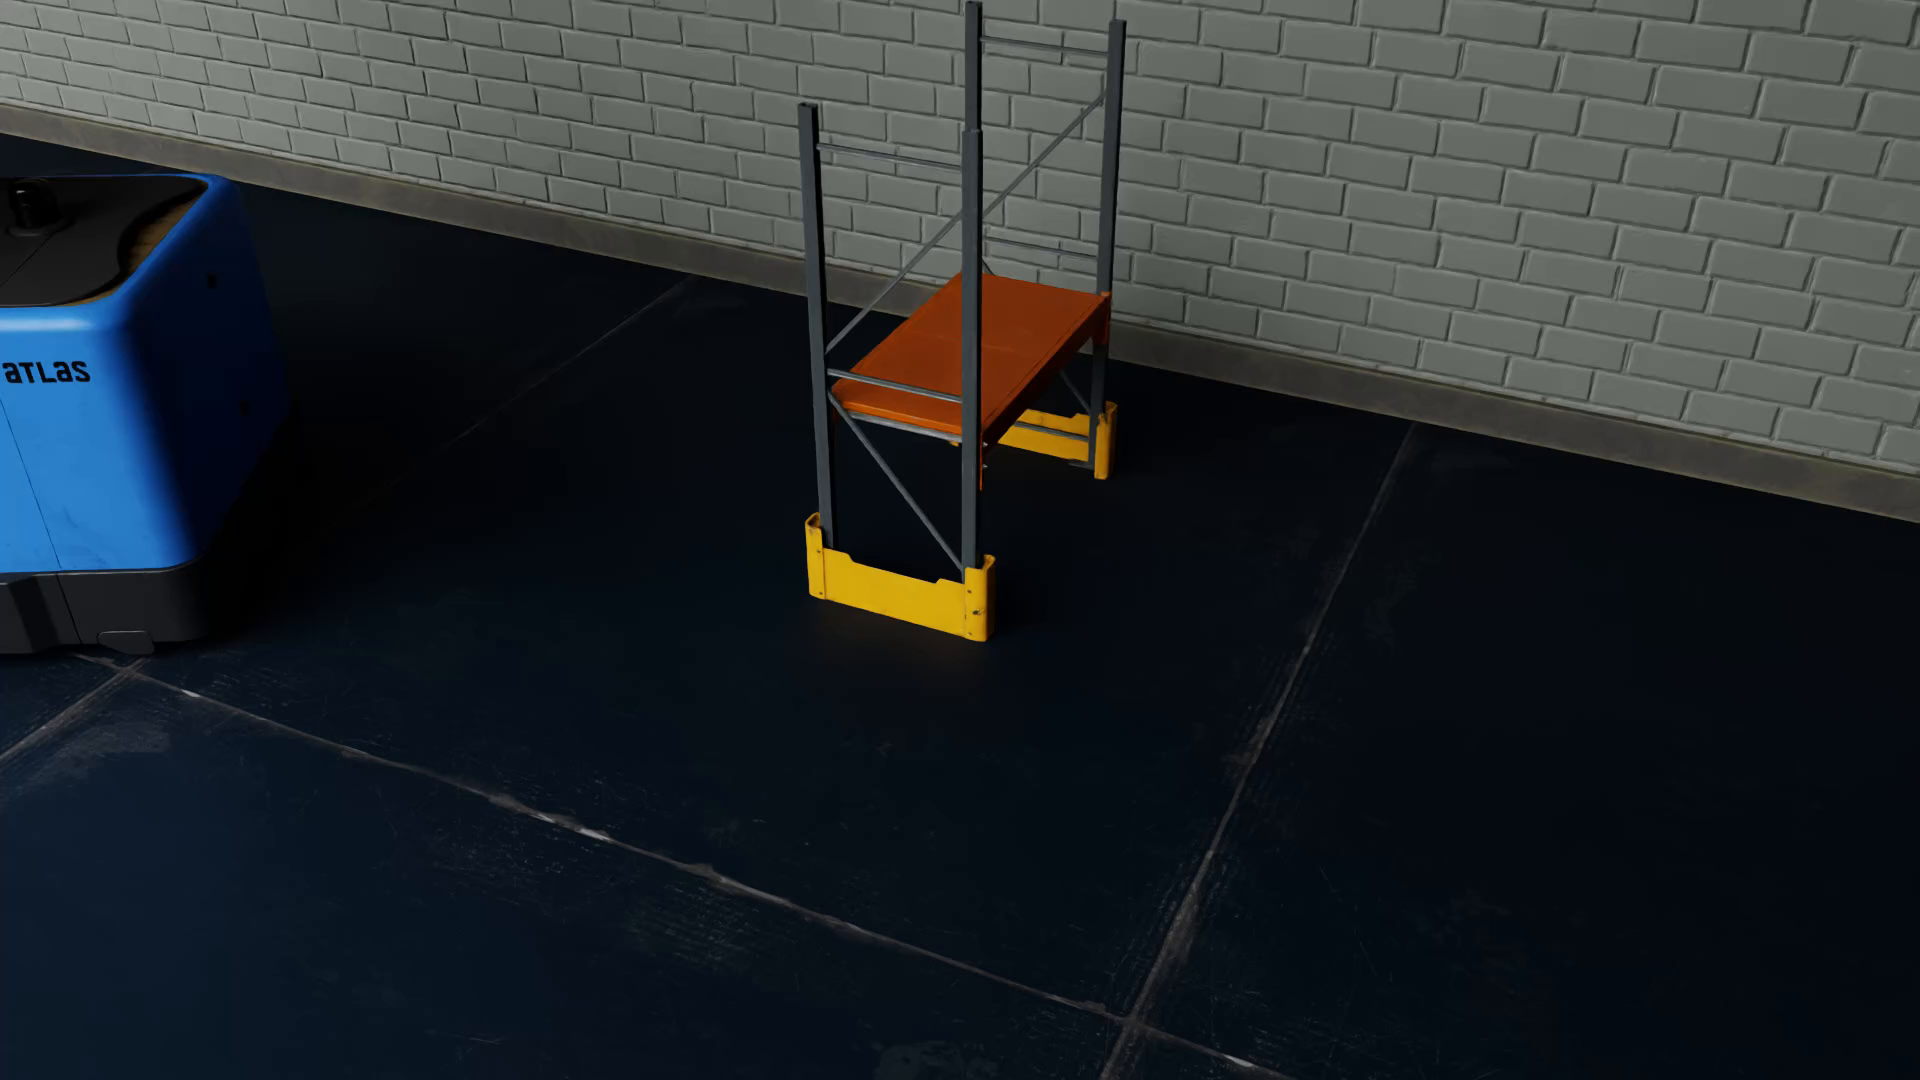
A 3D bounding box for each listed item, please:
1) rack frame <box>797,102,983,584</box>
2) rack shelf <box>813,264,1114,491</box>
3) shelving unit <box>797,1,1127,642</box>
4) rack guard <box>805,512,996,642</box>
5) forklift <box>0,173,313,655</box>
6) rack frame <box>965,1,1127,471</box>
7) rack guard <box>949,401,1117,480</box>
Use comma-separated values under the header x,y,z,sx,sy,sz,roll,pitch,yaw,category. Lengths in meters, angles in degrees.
x,y,z,sx,sy,sz,roll,pitch,yaw,category
-0.177,-0.417,4.517,0.500,1.500,0.032,14,36,20,rack frame
0.036,-0.519,5.002,0.538,0.185,1.000,14,36,20,rack shelf
0.032,-0.665,4.897,0.587,1.500,1.083,14,36,20,shelving unit
-0.176,0.106,4.861,0.587,0.250,0.087,14,36,20,rack guard
-3.626,-1.130,4.300,3.031,2.935,1.130,-2,33,-2,forklift
0.248,-0.923,5.290,0.500,1.500,0.032,14,36,20,rack frame
0.240,-0.391,5.618,0.587,0.250,0.087,14,36,20,rack guard
